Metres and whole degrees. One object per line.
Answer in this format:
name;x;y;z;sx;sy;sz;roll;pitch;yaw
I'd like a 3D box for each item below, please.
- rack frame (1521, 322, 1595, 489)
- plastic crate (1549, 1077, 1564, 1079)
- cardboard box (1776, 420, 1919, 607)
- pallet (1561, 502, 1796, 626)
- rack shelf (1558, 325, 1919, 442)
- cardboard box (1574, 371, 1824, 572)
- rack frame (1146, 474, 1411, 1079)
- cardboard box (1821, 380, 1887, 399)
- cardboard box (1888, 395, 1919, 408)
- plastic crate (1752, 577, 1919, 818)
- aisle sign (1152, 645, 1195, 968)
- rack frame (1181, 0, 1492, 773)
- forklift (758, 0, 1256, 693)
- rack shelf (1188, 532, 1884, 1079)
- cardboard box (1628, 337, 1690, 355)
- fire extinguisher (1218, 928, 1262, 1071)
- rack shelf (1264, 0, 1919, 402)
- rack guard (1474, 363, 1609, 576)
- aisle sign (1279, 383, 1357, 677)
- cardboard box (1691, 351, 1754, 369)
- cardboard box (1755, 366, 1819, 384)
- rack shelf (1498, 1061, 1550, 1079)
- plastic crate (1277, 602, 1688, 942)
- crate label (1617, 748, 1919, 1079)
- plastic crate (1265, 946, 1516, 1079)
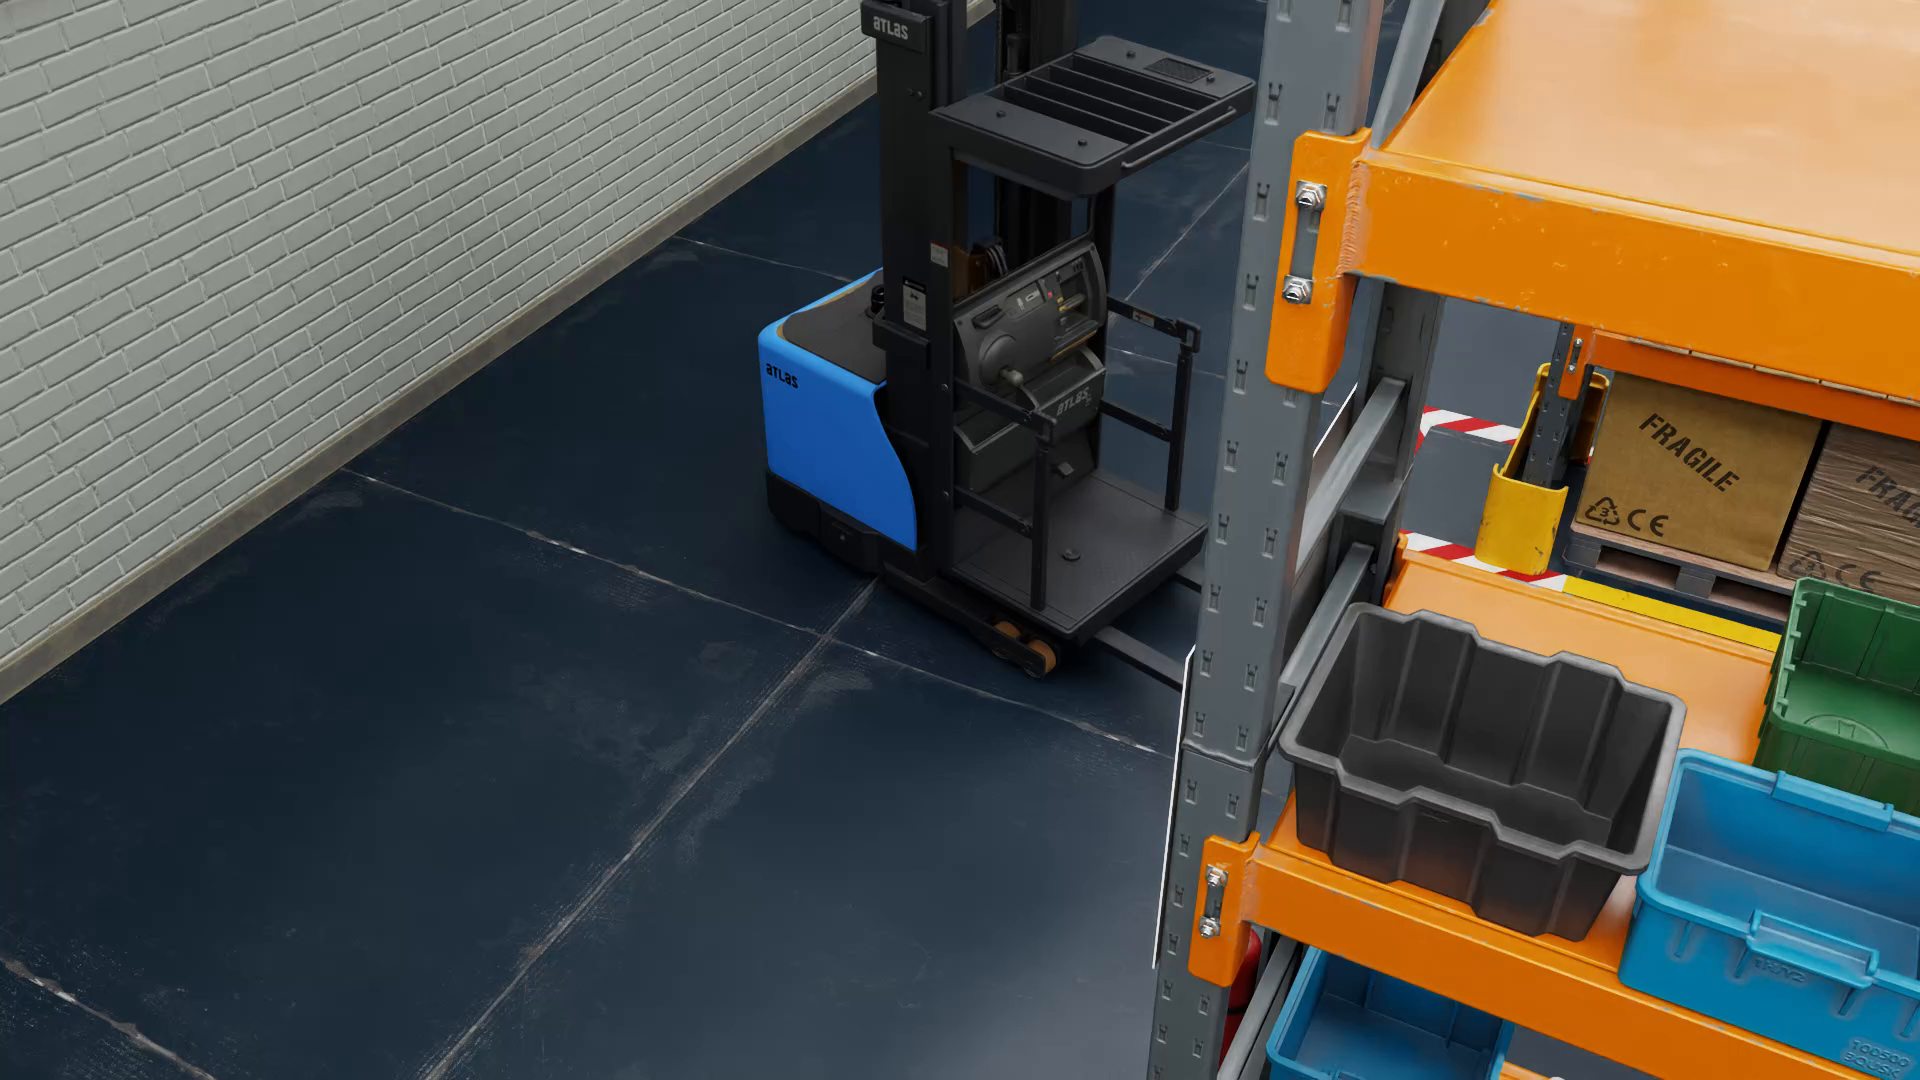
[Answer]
rack frame;2.939;-1.361;7.562;0.127;3.000;1.000;17;41;21
plastic crate;1.469;1.509;3.950;0.243;0.136;0.396;17;41;21
cardboard box;4.353;-0.294;7.567;0.875;0.875;0.875;17;41;21
pallet;3.685;-0.070;8.168;1.213;0.211;1.003;17;41;21
rack shelf;4.715;-0.519;7.047;4.000;0.370;1.077;17;41;21
cardboard box;3.545;-0.547;7.900;0.875;0.875;0.875;17;41;21
rack frame;0.662;1.298;4.059;0.127;3.000;1.000;17;41;21
cardboard box;3.791;-0.772;6.994;0.250;0.149;0.380;17;40;21
cardboard box;4.016;-0.701;6.900;0.250;0.149;0.380;17;40;21
plastic crate;1.669;0.309;3.057;0.336;0.188;0.450;17;41;21
aisle sign;0.461;0.402;3.089;0.004;0.787;0.394;17;41;21
rack frame;0.662;-1.092;2.245;0.127;3.000;1.000;17;41;21
forklift;0.470;-0.914;7.029;3.031;2.935;1.130;28;45;32
rack shelf;2.438;0.946;2.637;4.000;0.370;1.077;17;41;21
cardboard box;3.103;-0.985;7.275;0.250;0.149;0.380;18;41;22
fire extinguisher;0.737;1.191;4.572;0.183;0.674;0.296;17;41;21
rack shelf;2.438;-0.090;1.851;4.000;0.370;1.077;17;41;21
rack guard;2.918;-0.372;8.327;0.348;0.500;1.175;17;41;21
aisle sign;0.733;0.085;3.507;0.004;0.787;0.394;17;41;21
cardboard box;3.331;-0.915;7.182;0.250;0.149;0.380;17;40;21
cardboard box;3.559;-0.844;7.088;0.250;0.149;0.380;16;40;20
rack shelf;2.438;2.141;3.544;4.000;0.370;1.077;17;41;21
plastic crate;0.875;0.412;2.854;0.590;0.269;0.497;17;41;21
crate label;1.332;0.592;2.631;0.502;0.251;0.408;17;41;21
plastic crate;1.045;1.253;4.040;0.499;0.435;0.616;17;41;21
